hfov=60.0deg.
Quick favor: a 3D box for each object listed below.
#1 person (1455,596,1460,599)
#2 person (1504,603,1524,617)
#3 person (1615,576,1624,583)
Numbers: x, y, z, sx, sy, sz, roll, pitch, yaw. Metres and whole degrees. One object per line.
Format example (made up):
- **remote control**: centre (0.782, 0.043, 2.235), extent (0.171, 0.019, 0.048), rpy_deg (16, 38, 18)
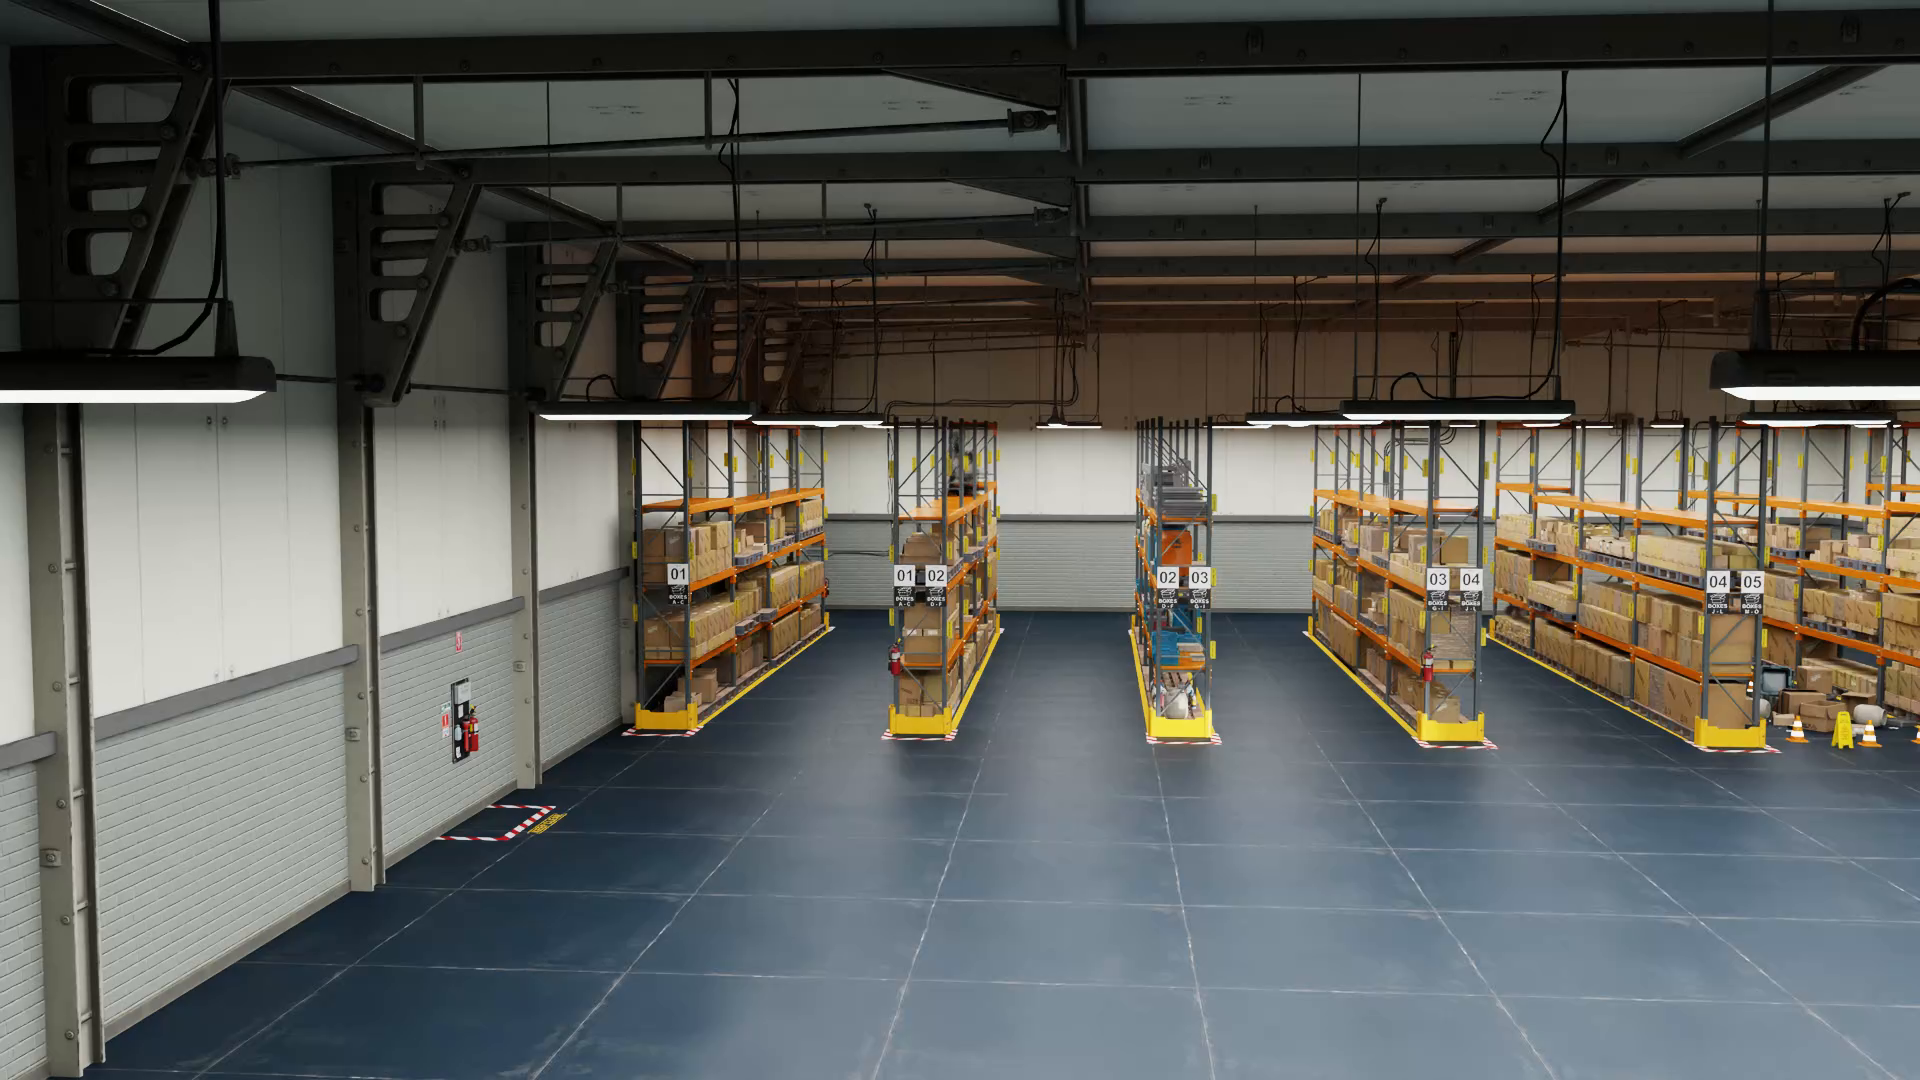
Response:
- **person**: centre (13.523, 1.904, 45.990), extent (0.651, 1.650, 0.607), rpy_deg (1, 4, 18)
- **person**: centre (15.830, 1.793, 47.327), extent (0.781, 1.792, 0.641), rpy_deg (0, 4, 0)
- **person**: centre (18.700, 1.738, 47.404), extent (0.673, 1.756, 0.665), rpy_deg (0, 4, 7)
